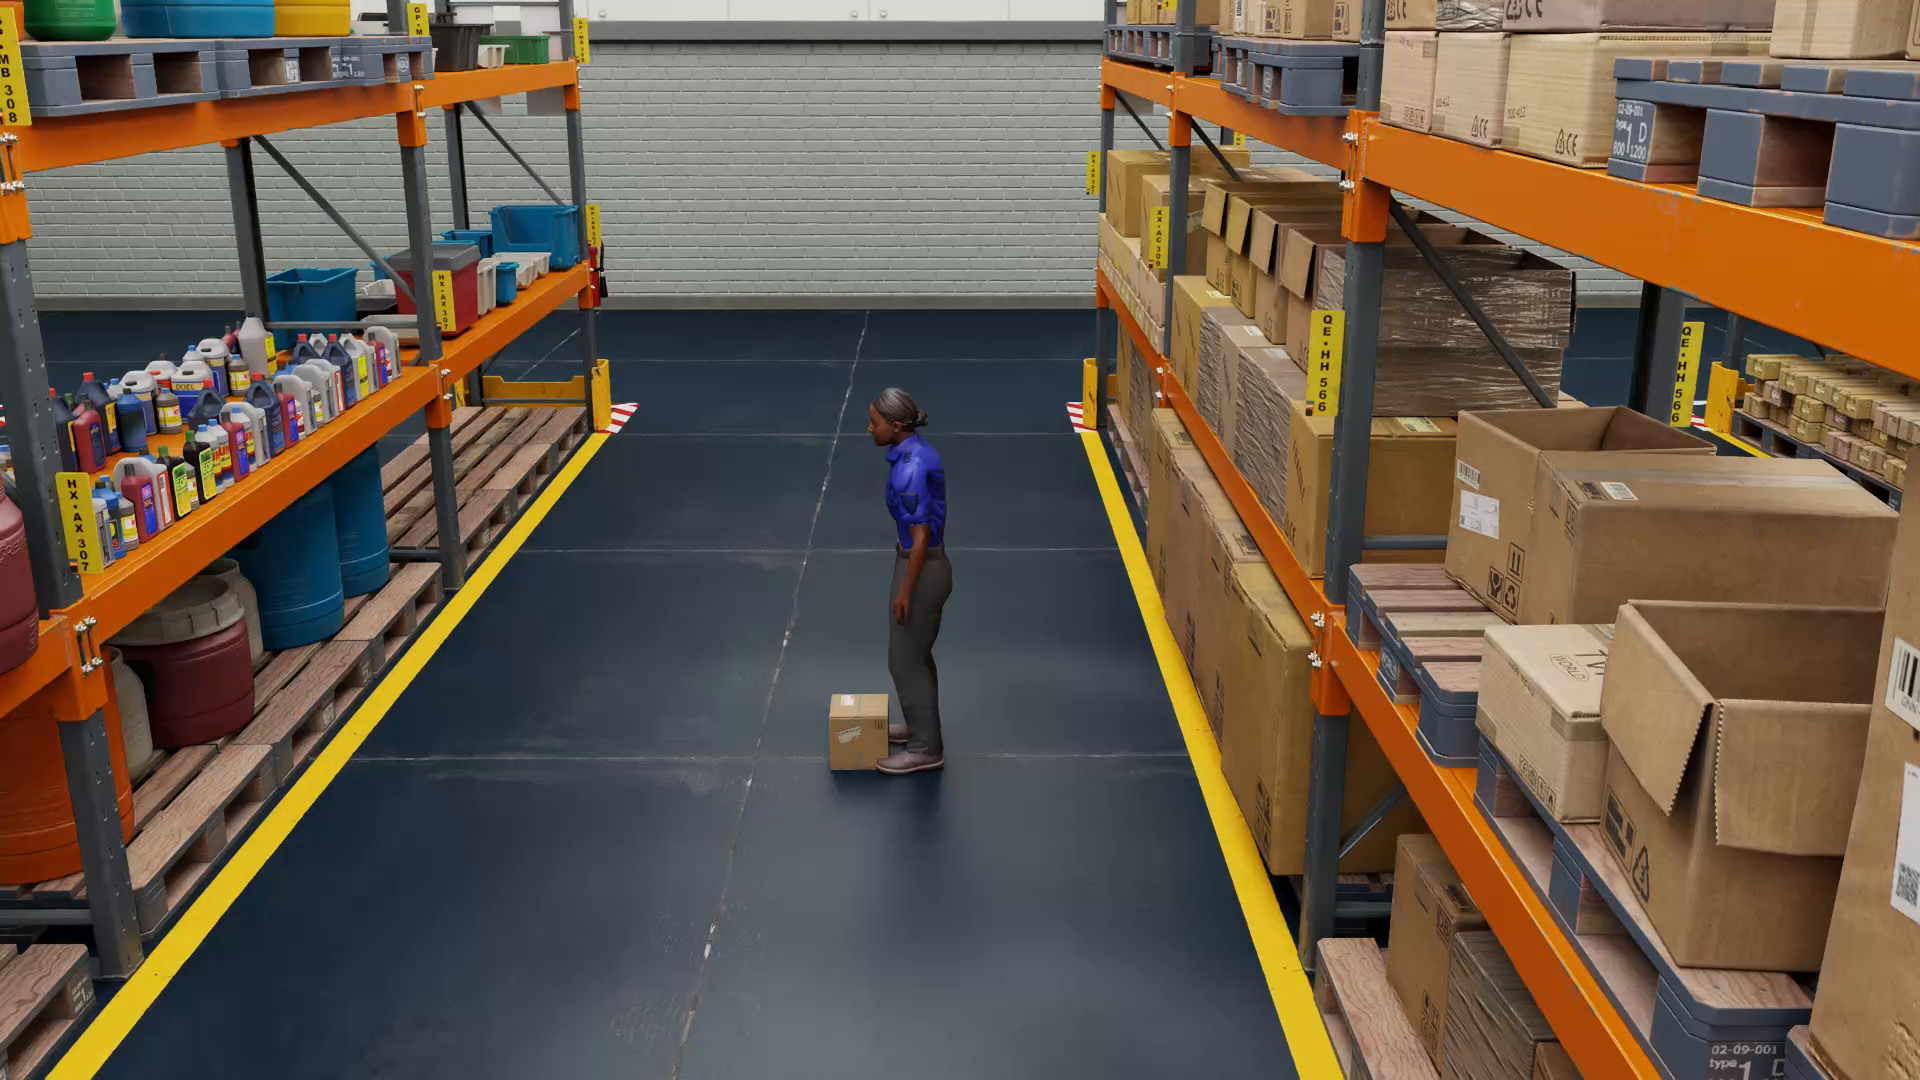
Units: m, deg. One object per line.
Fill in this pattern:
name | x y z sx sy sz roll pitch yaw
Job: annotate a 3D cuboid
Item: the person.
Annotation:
person | -0.205 0.160 7.038 0.349 1.655 0.509 0 17 0
